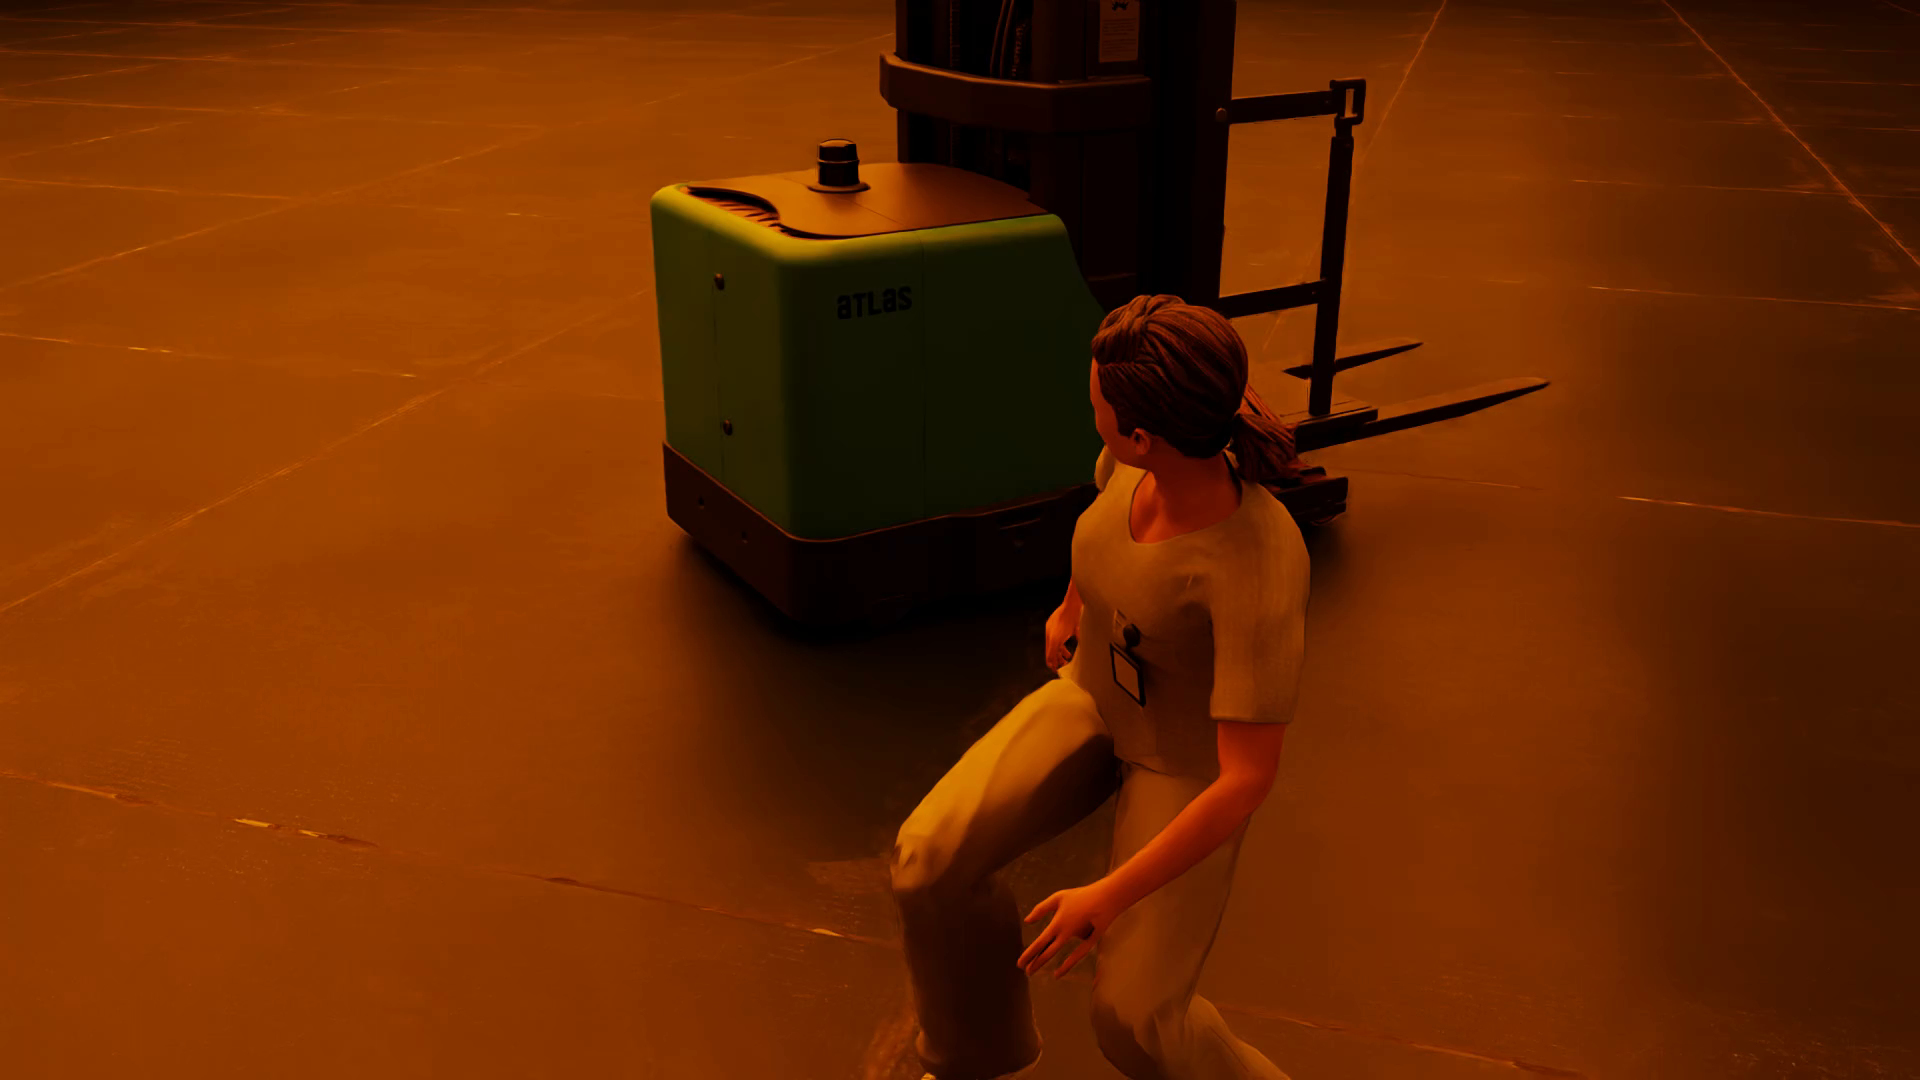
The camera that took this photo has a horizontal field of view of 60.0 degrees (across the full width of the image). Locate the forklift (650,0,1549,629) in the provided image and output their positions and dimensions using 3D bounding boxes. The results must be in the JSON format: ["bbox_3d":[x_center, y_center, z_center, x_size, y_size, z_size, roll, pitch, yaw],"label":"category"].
[{"bbox_3d":[0.622,-1.517,4.955,3.031,2.935,1.130,-13,26,-29],"label":"forklift"}]

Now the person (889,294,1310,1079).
[{"bbox_3d":[0.196,0.331,2.472,0.642,1.449,0.674,-20,30,-40],"label":"person"}]
